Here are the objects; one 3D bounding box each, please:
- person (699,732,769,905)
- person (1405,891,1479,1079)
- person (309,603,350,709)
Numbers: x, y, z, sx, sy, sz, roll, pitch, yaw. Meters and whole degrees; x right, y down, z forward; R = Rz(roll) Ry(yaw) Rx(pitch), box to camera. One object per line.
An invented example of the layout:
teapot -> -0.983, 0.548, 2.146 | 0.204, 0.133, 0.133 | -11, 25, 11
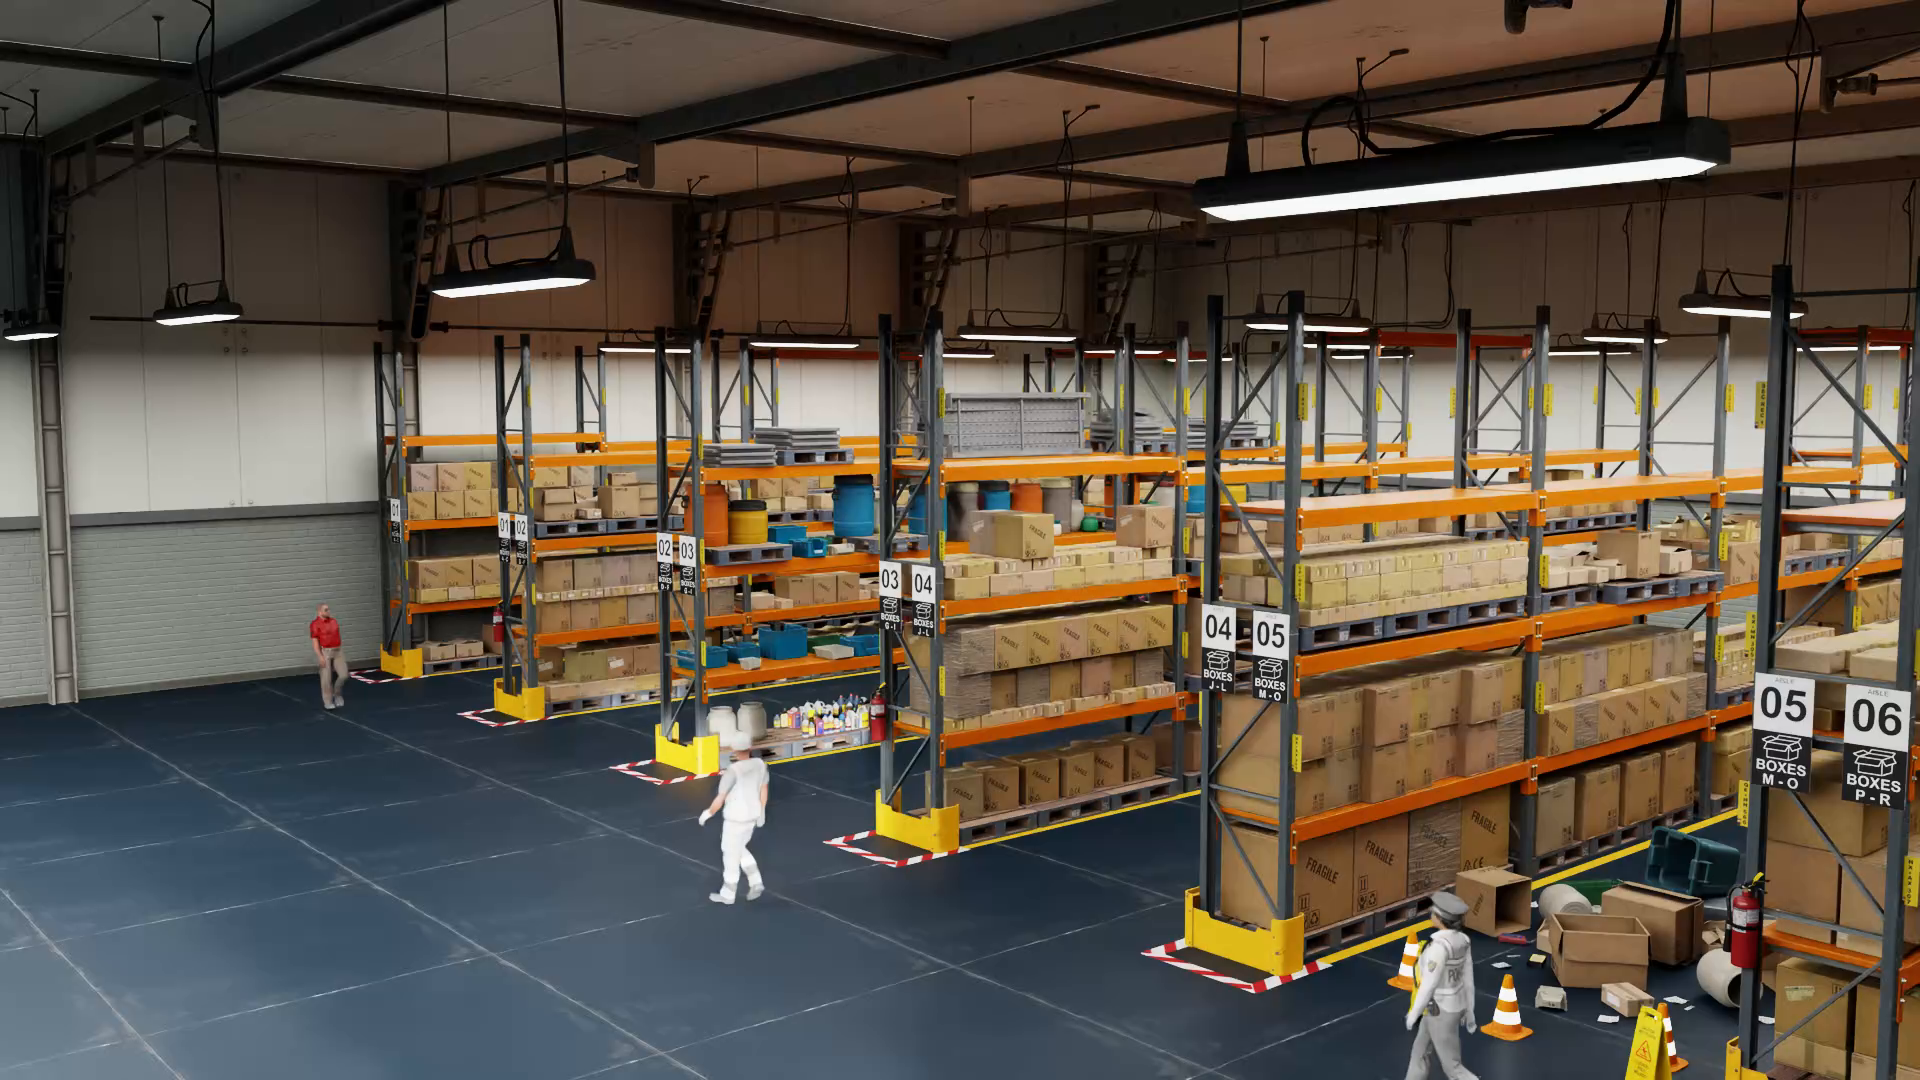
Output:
person -> -2.254, 2.766, 16.611 | 0.626, 1.775, 0.615 | 3, 6, 30
person -> 3.379, 3.282, 11.638 | 0.972, 1.646, 0.463 | 3, 6, 33
person -> -10.148, 1.866, 26.706 | 0.558, 1.723, 0.493 | -4, 7, -38
